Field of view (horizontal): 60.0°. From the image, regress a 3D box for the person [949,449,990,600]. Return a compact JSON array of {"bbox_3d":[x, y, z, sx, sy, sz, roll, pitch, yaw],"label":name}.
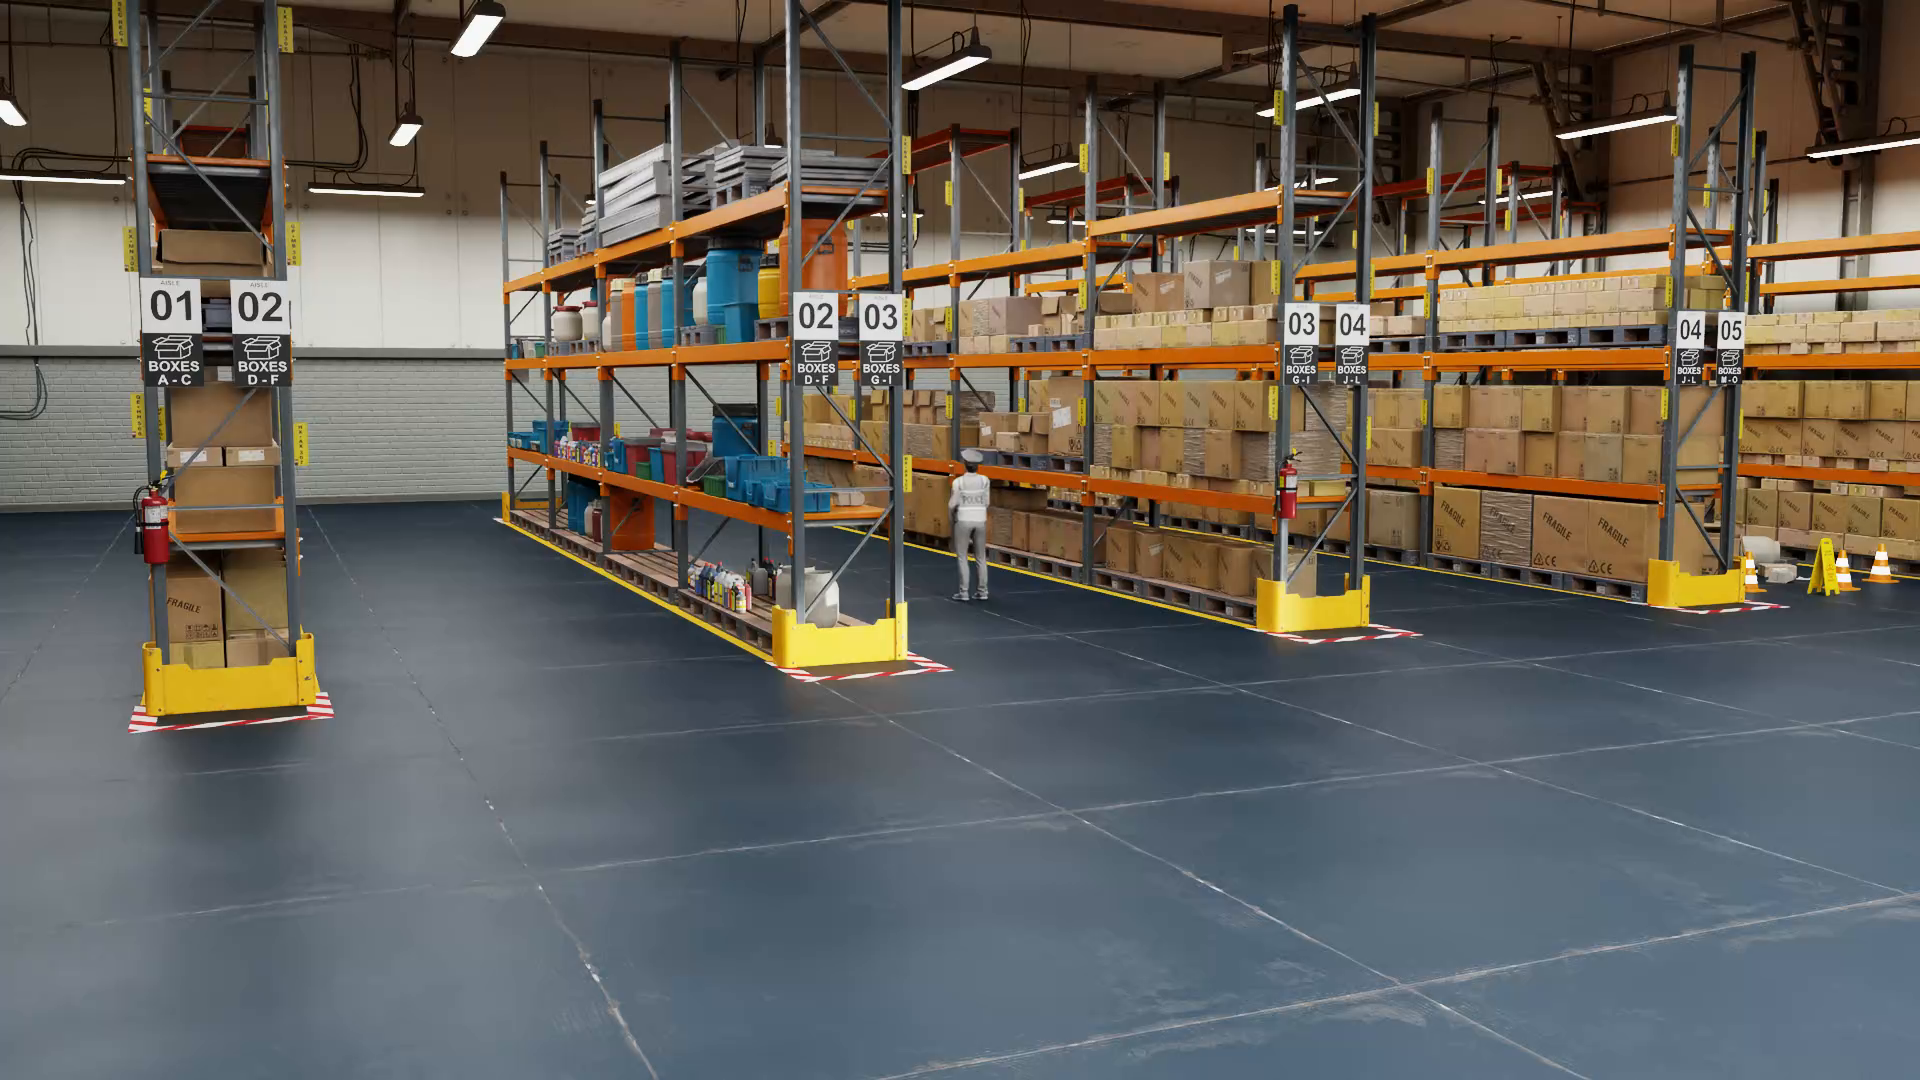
[{"bbox_3d":[0.101,-0.176,18.643,0.468,1.697,0.552,-2,6,-16],"label":"person"}]
